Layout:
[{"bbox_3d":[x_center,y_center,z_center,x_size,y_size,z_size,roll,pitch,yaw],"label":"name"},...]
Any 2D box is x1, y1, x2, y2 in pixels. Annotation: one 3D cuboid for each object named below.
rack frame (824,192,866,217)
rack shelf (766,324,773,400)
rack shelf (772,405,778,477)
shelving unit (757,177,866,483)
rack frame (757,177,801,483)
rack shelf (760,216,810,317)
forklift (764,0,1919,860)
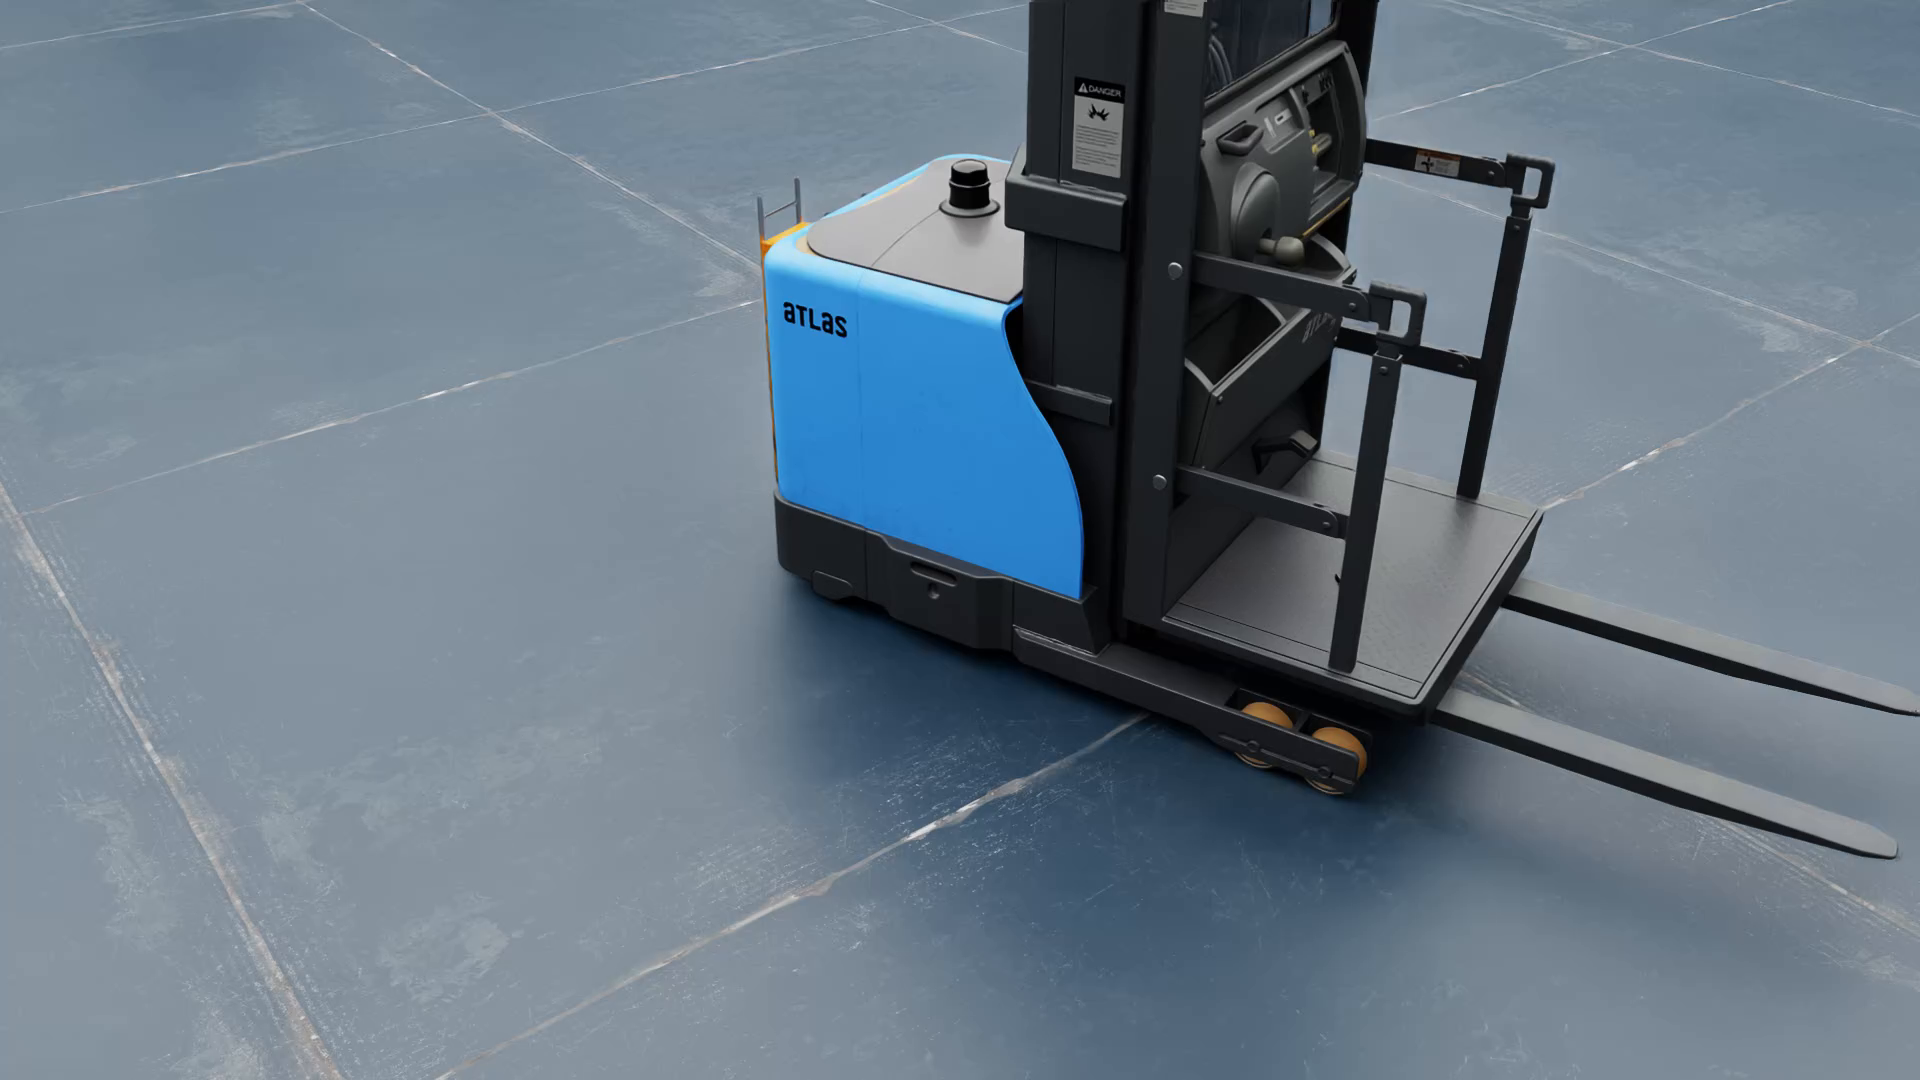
[{"bbox_3d":[-0.335,-0.537,5.120,0.008,1.050,0.200,18,36,27],"label":"rack frame"},{"bbox_3d":[-0.438,-0.563,5.181,0.240,0.259,0.215,18,36,27],"label":"rack shelf"},{"bbox_3d":[-0.438,-0.327,5.328,0.240,0.259,0.215,18,36,27],"label":"rack shelf"},{"bbox_3d":[-0.438,-0.572,5.175,0.252,1.050,0.215,18,36,27],"label":"shelving unit"},{"bbox_3d":[-0.541,-0.606,5.231,0.008,1.050,0.200,18,36,27],"label":"rack frame"},{"bbox_3d":[-0.438,-0.804,5.031,0.240,0.259,0.215,18,36,27],"label":"rack shelf"},{"bbox_3d":[0.971,-0.923,3.958,3.031,2.935,1.130,18,36,27],"label":"forklift"}]
